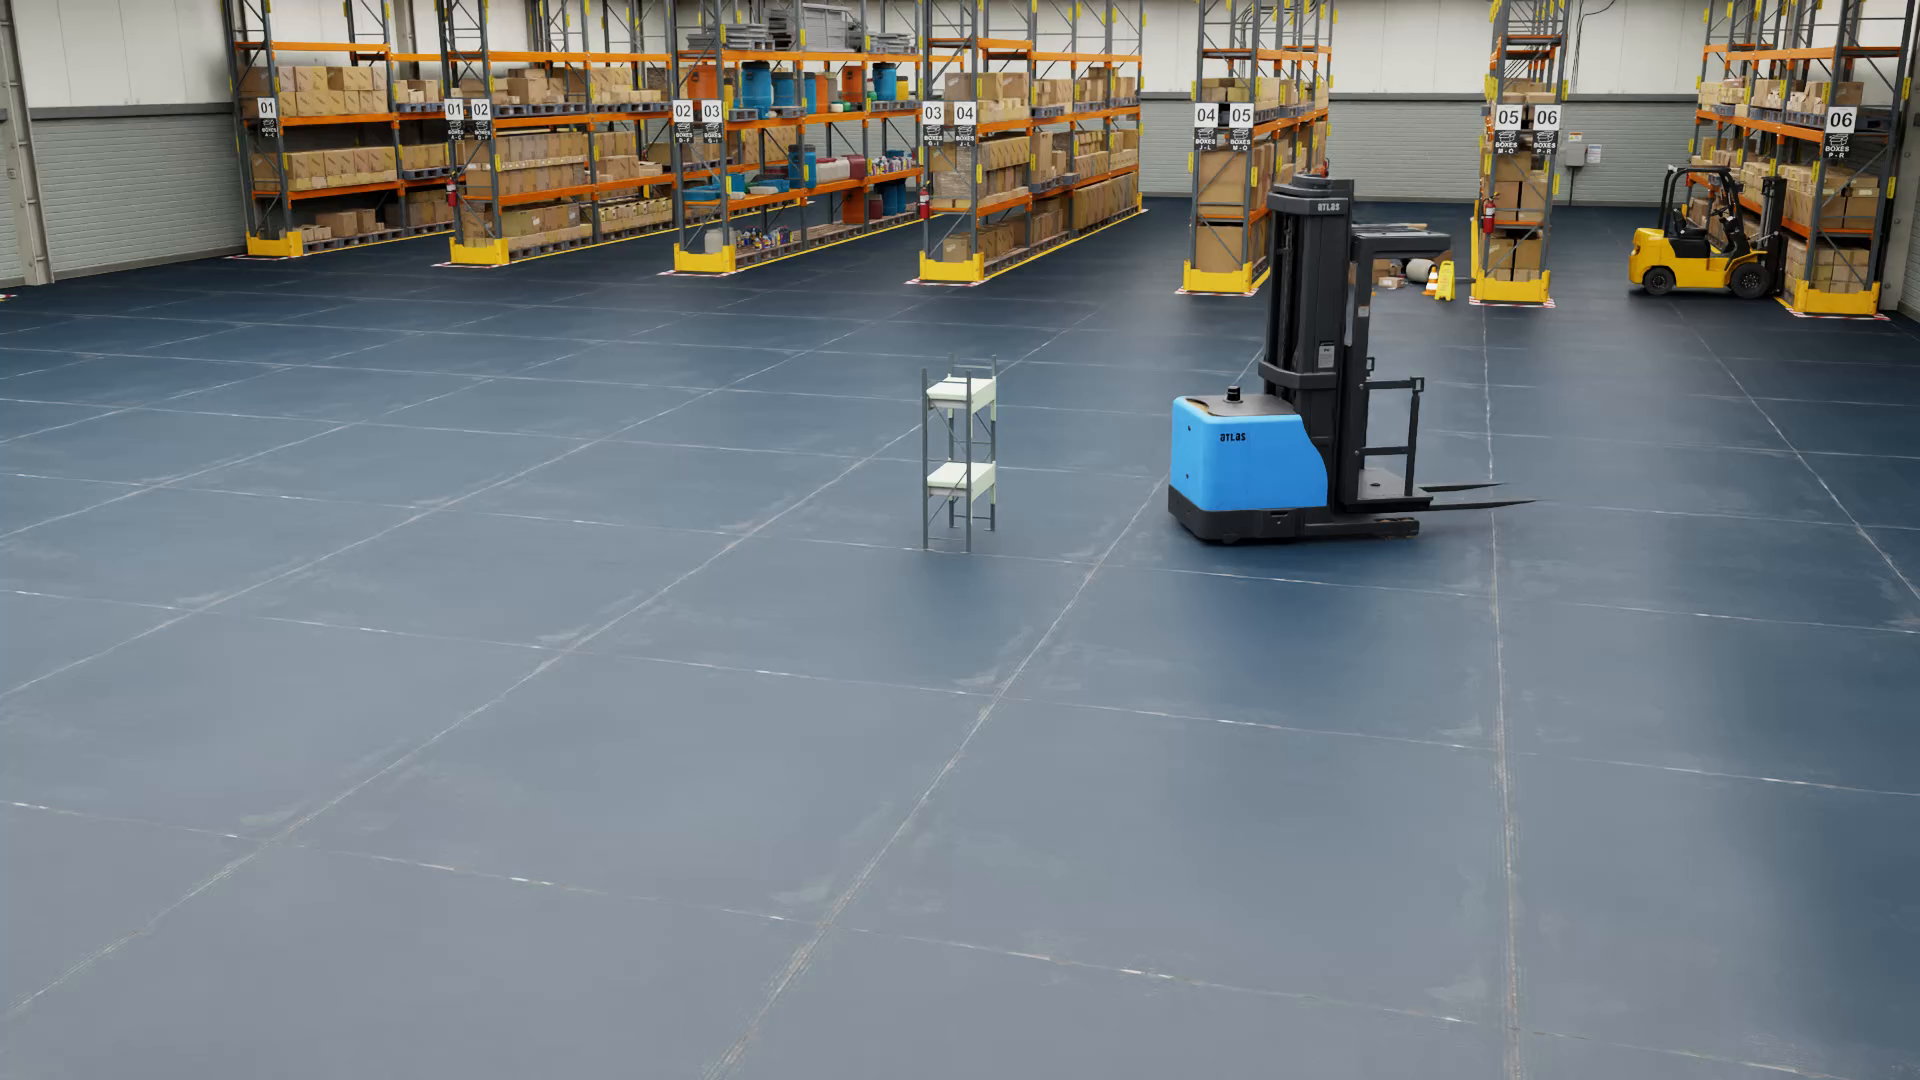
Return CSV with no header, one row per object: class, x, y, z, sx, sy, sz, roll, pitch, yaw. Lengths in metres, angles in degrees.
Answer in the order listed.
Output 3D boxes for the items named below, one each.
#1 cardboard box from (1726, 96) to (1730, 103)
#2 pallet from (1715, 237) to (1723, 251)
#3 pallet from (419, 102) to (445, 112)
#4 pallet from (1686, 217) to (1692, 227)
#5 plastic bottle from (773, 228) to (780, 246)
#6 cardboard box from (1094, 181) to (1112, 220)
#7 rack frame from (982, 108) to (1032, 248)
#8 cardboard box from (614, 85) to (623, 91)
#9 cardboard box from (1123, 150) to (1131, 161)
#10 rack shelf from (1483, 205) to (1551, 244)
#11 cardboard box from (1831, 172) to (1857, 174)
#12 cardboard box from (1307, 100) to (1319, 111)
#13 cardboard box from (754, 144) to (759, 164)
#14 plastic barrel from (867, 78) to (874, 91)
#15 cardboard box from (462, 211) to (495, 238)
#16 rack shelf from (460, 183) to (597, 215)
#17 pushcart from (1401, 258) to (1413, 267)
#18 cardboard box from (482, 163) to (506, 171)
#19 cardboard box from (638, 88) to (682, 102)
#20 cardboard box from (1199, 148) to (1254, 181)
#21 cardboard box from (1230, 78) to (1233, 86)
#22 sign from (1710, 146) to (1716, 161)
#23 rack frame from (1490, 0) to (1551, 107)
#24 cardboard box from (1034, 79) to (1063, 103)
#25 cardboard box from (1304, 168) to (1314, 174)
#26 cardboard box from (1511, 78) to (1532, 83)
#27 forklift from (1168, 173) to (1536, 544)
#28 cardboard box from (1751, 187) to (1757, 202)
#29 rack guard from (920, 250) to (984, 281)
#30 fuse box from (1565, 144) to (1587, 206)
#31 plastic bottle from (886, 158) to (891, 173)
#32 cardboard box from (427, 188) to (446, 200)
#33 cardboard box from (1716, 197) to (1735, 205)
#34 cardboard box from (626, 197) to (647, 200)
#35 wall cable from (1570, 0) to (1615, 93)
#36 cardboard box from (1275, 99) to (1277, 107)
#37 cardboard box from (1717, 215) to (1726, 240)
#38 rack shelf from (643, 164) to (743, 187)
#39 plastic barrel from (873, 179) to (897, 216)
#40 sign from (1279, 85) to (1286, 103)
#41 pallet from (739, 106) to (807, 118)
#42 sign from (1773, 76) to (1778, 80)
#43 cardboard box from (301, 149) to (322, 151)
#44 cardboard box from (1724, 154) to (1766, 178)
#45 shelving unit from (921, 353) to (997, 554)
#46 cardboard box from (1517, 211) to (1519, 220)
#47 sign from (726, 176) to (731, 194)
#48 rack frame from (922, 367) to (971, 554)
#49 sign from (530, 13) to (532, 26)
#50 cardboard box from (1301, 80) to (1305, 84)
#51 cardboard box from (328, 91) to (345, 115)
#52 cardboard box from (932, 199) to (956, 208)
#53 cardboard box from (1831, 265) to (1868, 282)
cardboard box,16.660,-9.455,35.677,0.380,0.149,0.250,5,17,17
pallet,16.955,-6.385,35.955,1.003,0.211,1.213,5,16,16
pallet,-12.718,-10.252,39.325,1.213,0.211,1.003,5,16,16
pallet,18.384,-7.739,40.728,1.003,0.211,1.213,5,16,16
plastic bottle,-3.842,-6.318,34.656,0.144,0.351,0.185,5,16,16
cardboard box,3.070,-8.426,41.164,1.225,0.875,0.875,5,16,16
rack frame,0.960,-7.322,34.148,1.000,3.000,0.127,5,16,16
cardboard box,-9.978,-12.887,47.591,0.500,0.250,0.500,4,16,14
cardboard box,4.197,-10.120,43.740,0.500,0.250,0.500,4,16,14
rack shelf,9.893,-5.684,29.692,1.077,0.370,4.000,5,16,16
cardboard box,14.852,-6.100,27.923,0.380,0.149,0.250,5,17,16
cardboard box,8.345,-10.476,40.044,0.500,0.250,0.500,5,17,19
cardboard box,-5.715,-10.479,45.094,0.500,0.500,0.500,5,17,17
plastic barrel,-2.293,-10.939,40.383,0.433,0.535,0.433,0,16,0
cardboard box,-9.807,-6.448,33.962,0.500,0.500,0.500,5,16,16
rack shelf,-9.106,-7.222,35.113,1.077,0.370,4.000,5,16,16
pushcart,8.261,-5.456,32.374,1.648,0.377,0.936,-1,16,-3
cardboard box,-9.356,-7.491,33.371,0.380,0.149,0.250,5,16,15
cardboard box,-7.309,-10.746,40.538,0.910,0.500,0.500,5,16,16
cardboard box,4.760,-6.702,29.705,0.875,0.550,0.550,5,16,16
cardboard box,4.753,-8.334,30.265,0.380,0.149,0.250,5,17,16
sign,16.972,-8.719,37.487,0.100,0.325,0.005,5,16,16
rack frame,11.598,-10.486,34.309,1.000,3.000,0.127,5,16,16
cardboard box,1.910,-9.693,35.909,0.500,0.500,0.500,5,17,17
cardboard box,8.354,-8.932,40.284,0.380,0.149,0.250,5,17,18
cardboard box,13.103,-10.526,38.809,0.500,0.500,0.500,5,17,17
forklift,3.375,-1.551,13.925,3.031,2.935,1.130,-3,16,-10
cardboard box,15.561,-6.645,32.035,0.500,0.250,0.500,5,17,18
rack guard,-0.156,-5.093,30.870,1.175,0.500,0.348,5,16,16
fuse box,17.424,-10.349,47.182,0.539,1.711,0.414,5,16,16
plastic bottle,-1.776,-9.222,40.934,0.144,0.351,0.185,5,16,16
cardboard box,-12.669,-8.419,40.416,0.500,0.250,0.500,5,16,16
cardboard box,17.110,-7.573,37.108,0.380,0.149,0.250,4,16,13
cardboard box,-7.831,-8.173,40.388,0.500,0.311,0.500,5,17,18
wall cable,18.598,-13.823,46.003,2.988,3.039,0.133,5,16,16
cardboard box,5.818,-8.298,31.597,0.380,0.149,0.250,5,17,17
cardboard box,16.700,-6.748,35.933,0.500,0.500,0.500,4,16,14
rack shelf,-6.832,-9.315,42.492,1.077,0.370,4.000,5,16,16
plastic barrel,-1.888,-8.666,41.960,0.600,0.901,0.708,5,16,16
sign,6.219,-8.598,32.058,0.100,0.325,0.005,5,16,16
pallet,-3.900,-8.862,34.426,1.213,0.211,1.003,5,16,16
sign,18.028,-10.102,36.782,0.100,0.325,0.005,5,16,16
cardboard box,-14.056,-8.264,36.333,0.500,0.500,0.500,5,17,17
cardboard box,16.644,-7.909,35.259,0.797,0.503,0.637,4,16,15
shelving unit,-0.002,-0.720,13.619,0.431,1.500,0.755,5,16,16
cardboard box,9.677,-5.526,28.277,0.380,0.149,0.250,5,17,17
sign,-4.400,-6.749,31.620,0.100,0.325,0.005,5,16,16
rack frame,-0.106,-0.624,13.281,0.400,1.500,0.023,5,16,16
sign,-11.539,-14.029,44.796,0.100,0.325,0.005,5,16,16
cardboard box,7.747,-10.607,39.278,0.700,0.500,0.500,5,16,16
cardboard box,-13.627,-9.413,35.801,0.500,0.500,0.500,6,17,19
cardboard box,-0.294,-6.246,30.812,0.380,0.149,0.250,5,16,16
cardboard box,14.417,-4.350,27.022,0.500,0.250,0.500,5,17,17
